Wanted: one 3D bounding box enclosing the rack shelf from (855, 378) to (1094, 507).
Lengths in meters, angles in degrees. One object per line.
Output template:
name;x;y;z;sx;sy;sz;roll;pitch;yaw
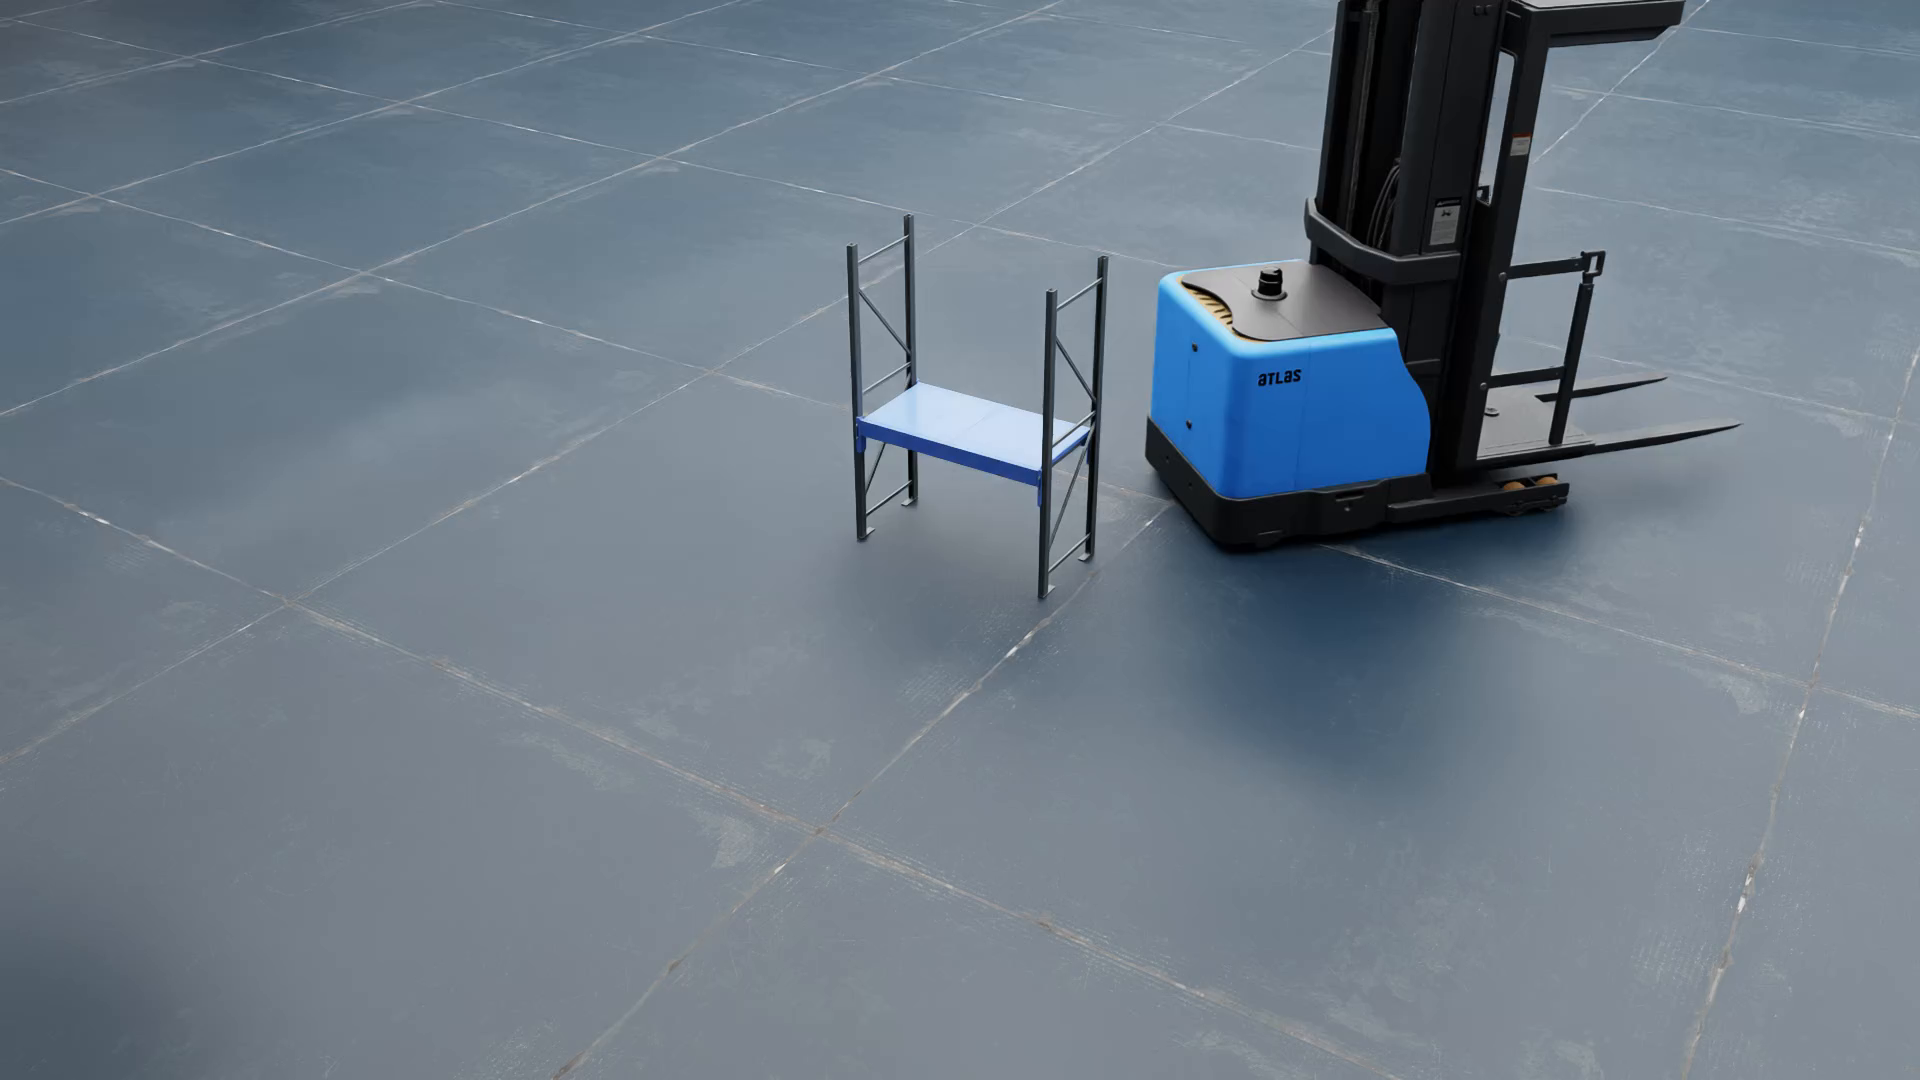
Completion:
rack shelf;0.072;-0.470;7.776;1.000;0.185;0.538;18;35;27

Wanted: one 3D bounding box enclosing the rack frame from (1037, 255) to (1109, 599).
rack frame;0.503;-0.489;7.452;0.032;1.500;0.500;18;35;27

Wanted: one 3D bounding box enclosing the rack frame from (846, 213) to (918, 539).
rack frame;-0.358;-0.761;7.919;0.032;1.500;0.500;18;35;27

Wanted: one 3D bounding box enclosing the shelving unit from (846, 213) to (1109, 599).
shelving unit;0.072;-0.625;7.686;1.048;1.500;0.538;18;35;27

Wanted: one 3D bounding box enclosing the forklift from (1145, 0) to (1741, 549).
forklift;2.545;-1.634;7.994;3.031;2.935;1.130;-8;31;-14
